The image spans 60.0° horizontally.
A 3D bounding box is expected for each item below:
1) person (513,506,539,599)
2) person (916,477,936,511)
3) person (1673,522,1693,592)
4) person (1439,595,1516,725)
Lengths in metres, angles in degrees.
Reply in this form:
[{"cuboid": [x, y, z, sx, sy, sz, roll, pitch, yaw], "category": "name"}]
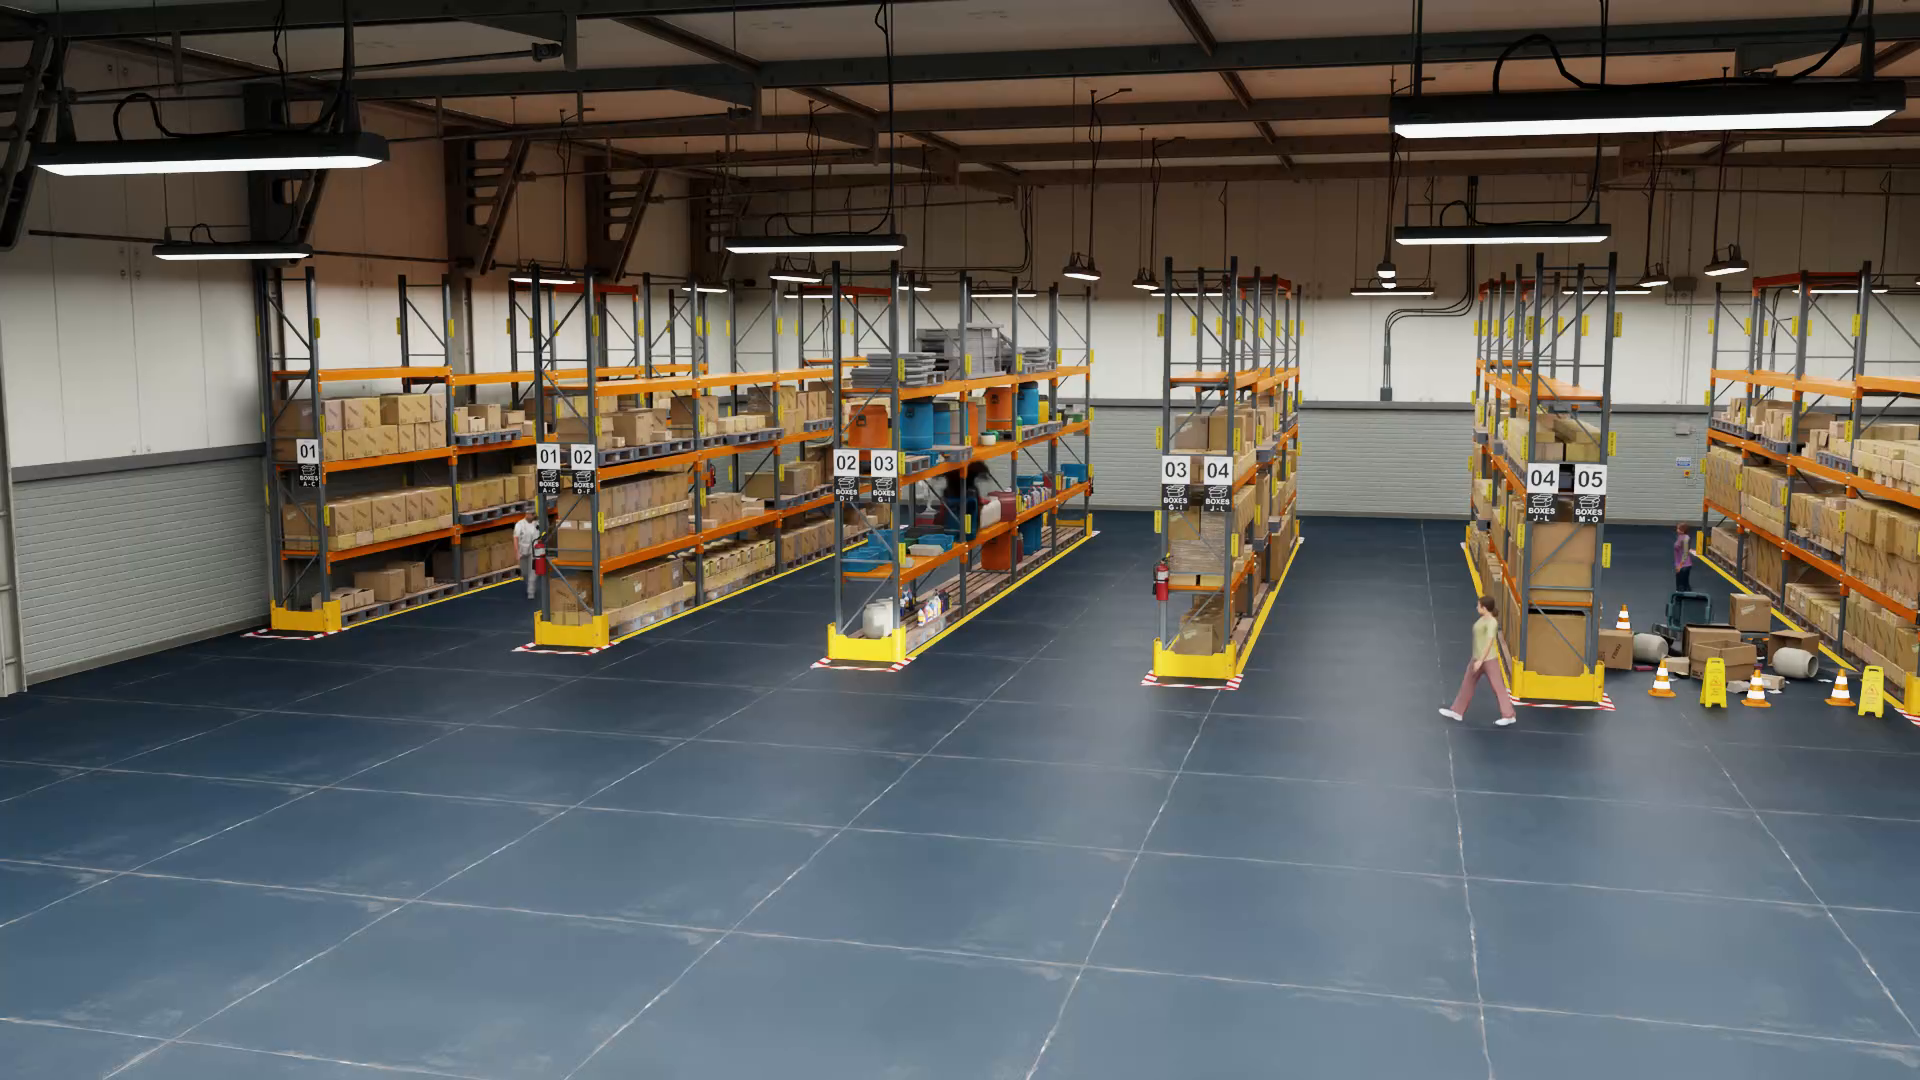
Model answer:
[{"cuboid": [-8.036, 0.211, 31.076, 0.510, 1.712, 0.973, 0, 7, 0], "category": "person"}, {"cuboid": [-0.948, -1.614, 45.600, 0.602, 1.661, 0.488, 4, 8, 31], "category": "person"}, {"cuboid": [12.797, 0.482, 29.438, 0.396, 1.615, 0.435, 5, 9, 33], "category": "person"}, {"cuboid": [6.617, 1.509, 21.136, 0.823, 1.641, 0.588, -1, 7, -7], "category": "person"}]
